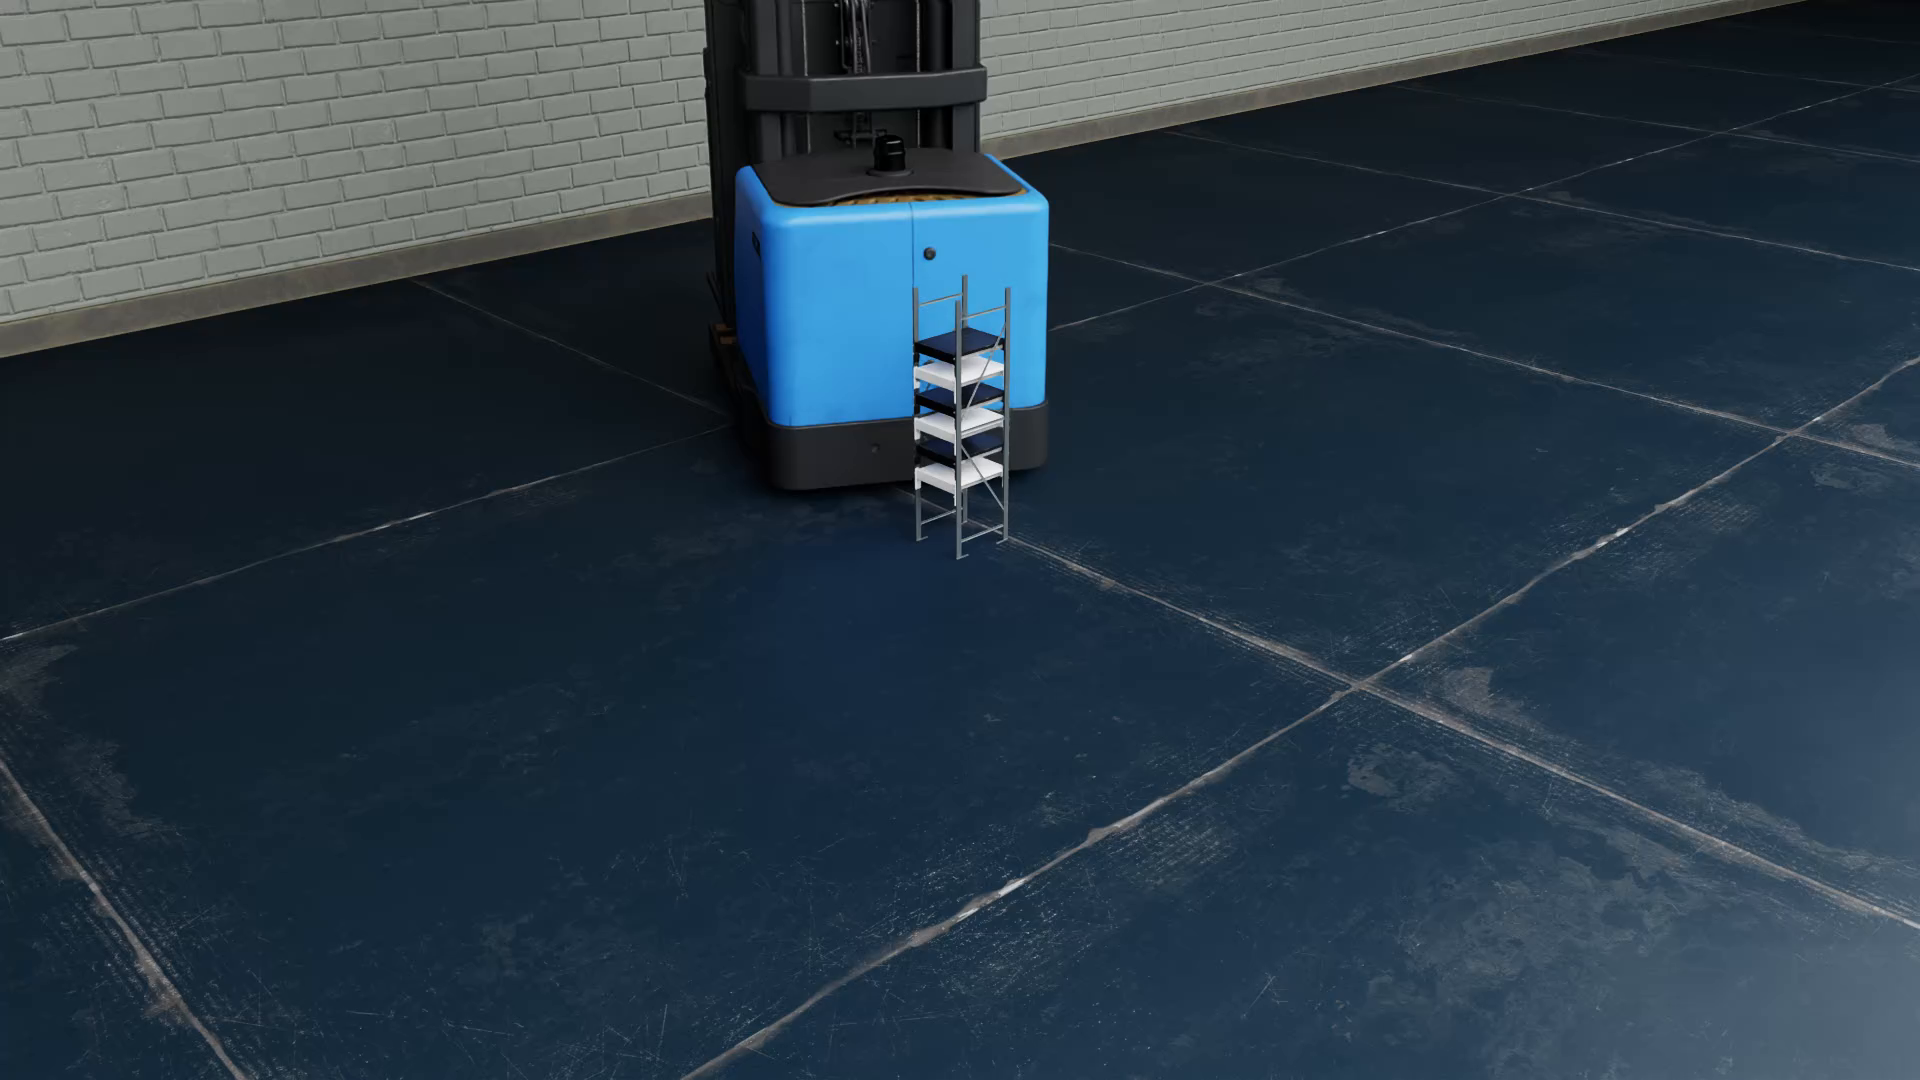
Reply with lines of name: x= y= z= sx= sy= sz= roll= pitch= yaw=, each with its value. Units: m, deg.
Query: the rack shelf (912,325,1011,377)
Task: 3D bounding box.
rack shelf: x=0.006 y=-0.622 z=5.460 sx=0.258 sy=0.077 sz=0.200 roll=-21 pitch=32 yaw=-38

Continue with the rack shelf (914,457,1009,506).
rack shelf: x=0.006 y=-0.213 z=5.646 sx=0.258 sy=0.077 sz=0.200 roll=-21 pitch=32 yaw=-38

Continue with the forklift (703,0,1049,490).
forklift: x=-0.518 y=-2.098 z=6.818 sx=1.130 sy=2.935 sz=3.031 roll=-6 pitch=25 yaw=-12

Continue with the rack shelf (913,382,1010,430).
rack shelf: x=0.006 y=-0.459 z=5.534 sx=0.258 sy=0.077 sz=0.200 roll=-21 pitch=32 yaw=-38

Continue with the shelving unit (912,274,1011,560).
shelving unit: x=0.006 y=-0.407 z=5.558 sx=0.258 sy=0.900 sz=0.210 roll=-21 pitch=32 yaw=-38

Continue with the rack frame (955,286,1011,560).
rack frame: x=0.075 y=-0.376 z=5.490 sx=0.240 sy=0.900 sz=0.006 roll=-21 pitch=32 yaw=-38

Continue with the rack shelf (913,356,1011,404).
rack shelf: x=0.006 y=-0.540 z=5.497 sx=0.258 sy=0.077 sz=0.200 roll=-21 pitch=32 yaw=-38

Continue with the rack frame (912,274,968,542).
rack frame: x=-0.064 y=-0.438 z=5.625 sx=0.240 sy=0.900 sz=0.006 roll=-21 pitch=32 yaw=-38

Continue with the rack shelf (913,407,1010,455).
rack shelf: x=0.006 y=-0.377 z=5.572 sx=0.258 sy=0.077 sz=0.200 roll=-21 pitch=32 yaw=-38

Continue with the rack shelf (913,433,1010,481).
rack shelf: x=0.006 y=-0.295 z=5.609 sx=0.258 sy=0.077 sz=0.200 roll=-21 pitch=32 yaw=-38
